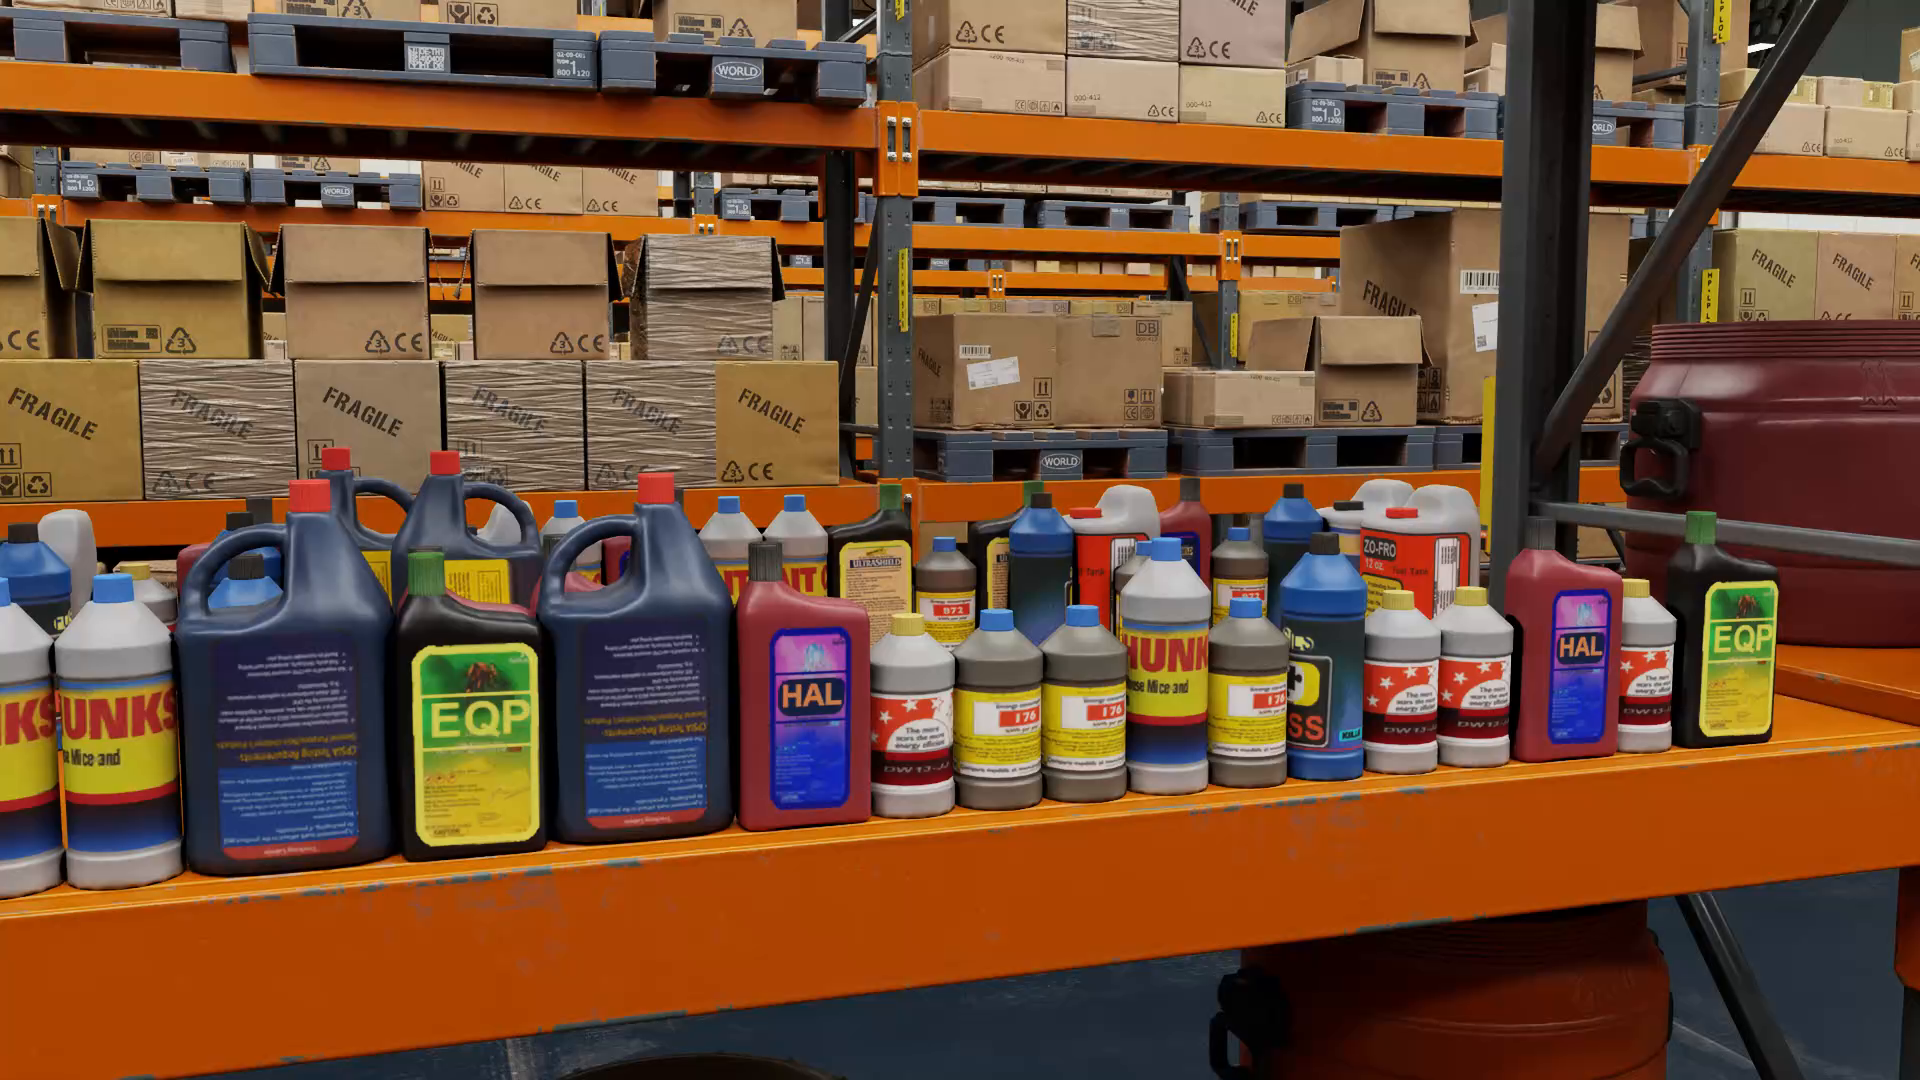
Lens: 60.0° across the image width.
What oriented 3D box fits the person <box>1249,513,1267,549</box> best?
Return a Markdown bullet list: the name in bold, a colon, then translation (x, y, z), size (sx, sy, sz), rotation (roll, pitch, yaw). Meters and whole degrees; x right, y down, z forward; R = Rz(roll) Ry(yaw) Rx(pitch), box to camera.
- **person**: translation (2.149, -0.208, 10.998), size (0.625, 1.835, 0.540), rotation (-6, 8, -45)
